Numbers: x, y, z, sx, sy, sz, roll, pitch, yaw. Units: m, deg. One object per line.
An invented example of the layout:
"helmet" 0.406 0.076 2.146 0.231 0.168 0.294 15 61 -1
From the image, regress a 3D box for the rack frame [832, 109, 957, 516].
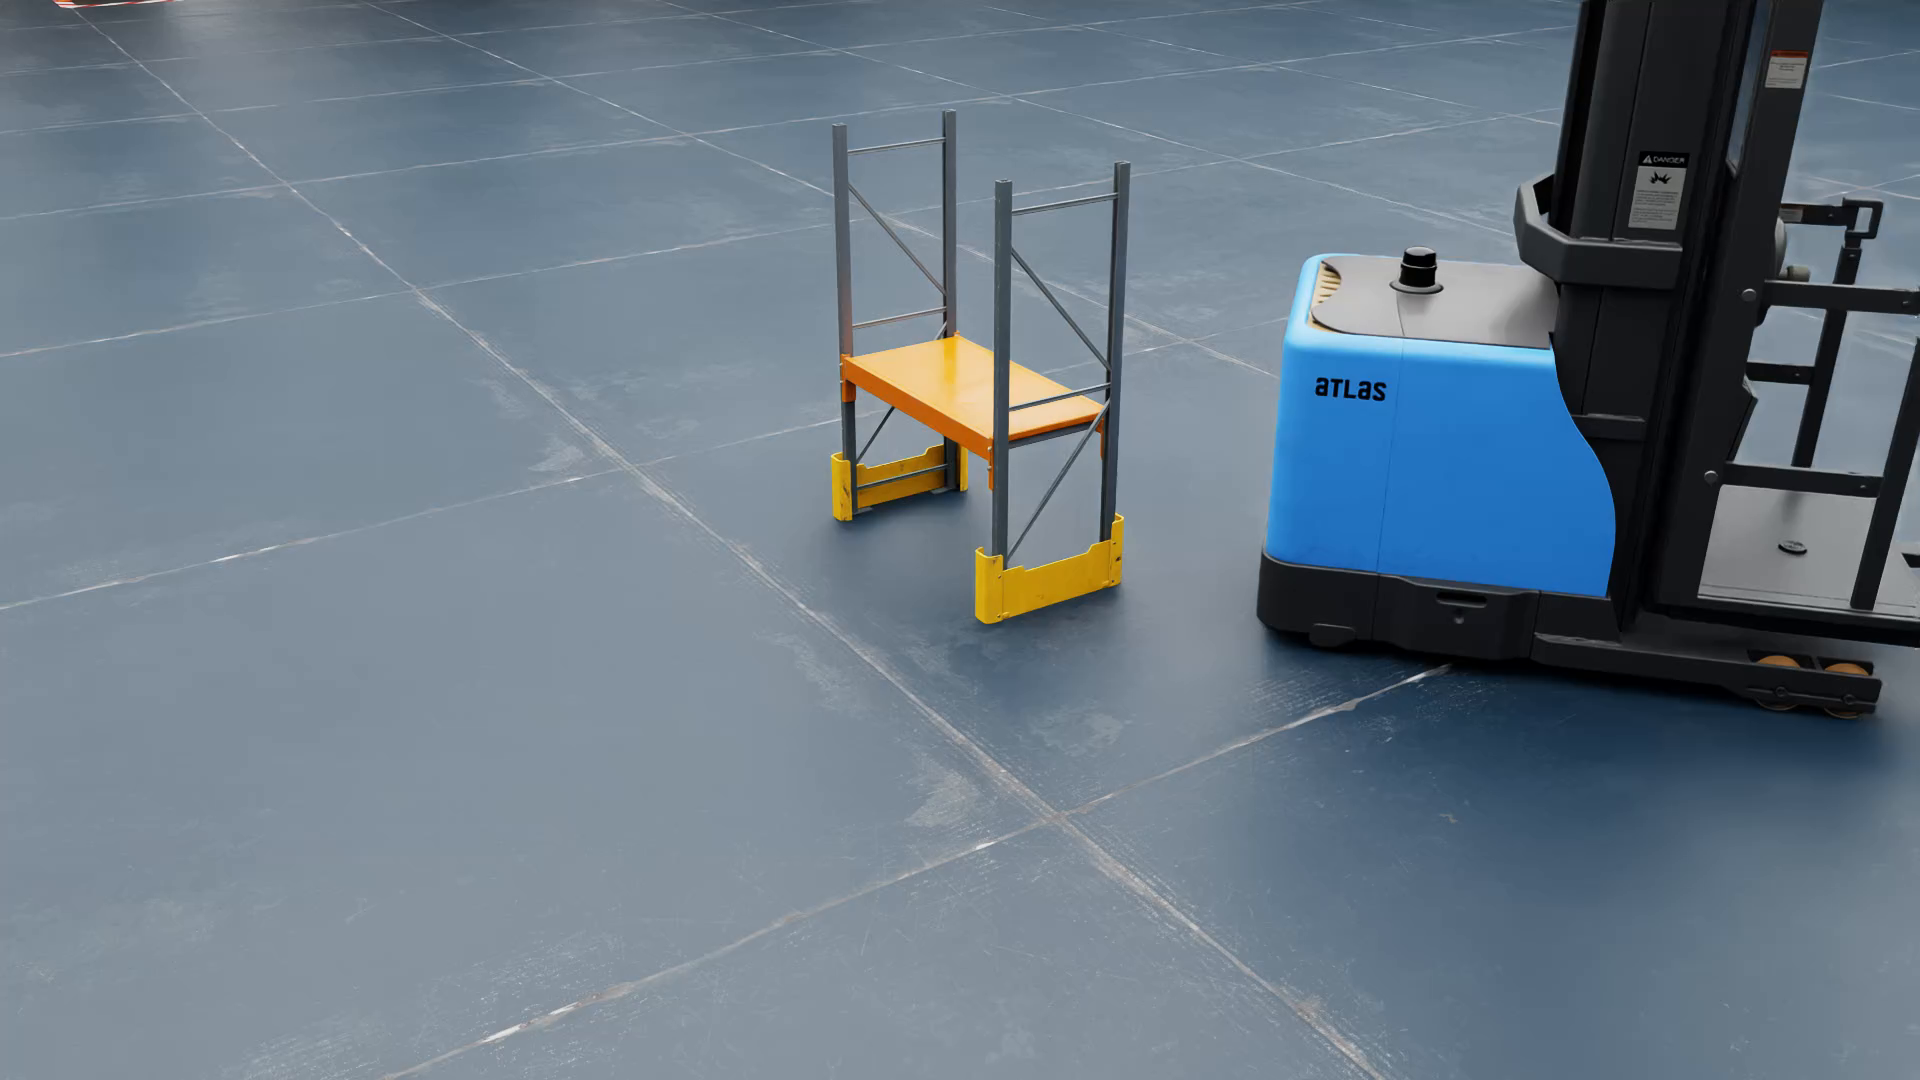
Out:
"rack frame" -0.231 -0.830 6.250 0.500 1.500 0.032 -16 29 -30

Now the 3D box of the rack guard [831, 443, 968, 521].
"rack guard" -0.230 -0.264 6.516 0.587 0.250 0.087 -16 29 -30

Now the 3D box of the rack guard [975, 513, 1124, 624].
"rack guard" 0.313 0.092 5.762 0.587 0.250 0.087 -16 29 -30

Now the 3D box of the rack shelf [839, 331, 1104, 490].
"rack shelf" 0.047 -0.485 5.942 0.538 0.185 1.000 -16 29 -30

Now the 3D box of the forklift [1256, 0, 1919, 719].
"forklift" 2.563 -1.030 4.997 3.031 2.935 1.130 6 26 13

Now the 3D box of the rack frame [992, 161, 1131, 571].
"rack frame" 0.324 -0.466 5.480 0.500 1.500 0.032 -16 29 -30

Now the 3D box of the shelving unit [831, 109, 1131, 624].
"shelving unit" 0.042 -0.651 5.872 0.587 1.500 1.083 -16 29 -30
